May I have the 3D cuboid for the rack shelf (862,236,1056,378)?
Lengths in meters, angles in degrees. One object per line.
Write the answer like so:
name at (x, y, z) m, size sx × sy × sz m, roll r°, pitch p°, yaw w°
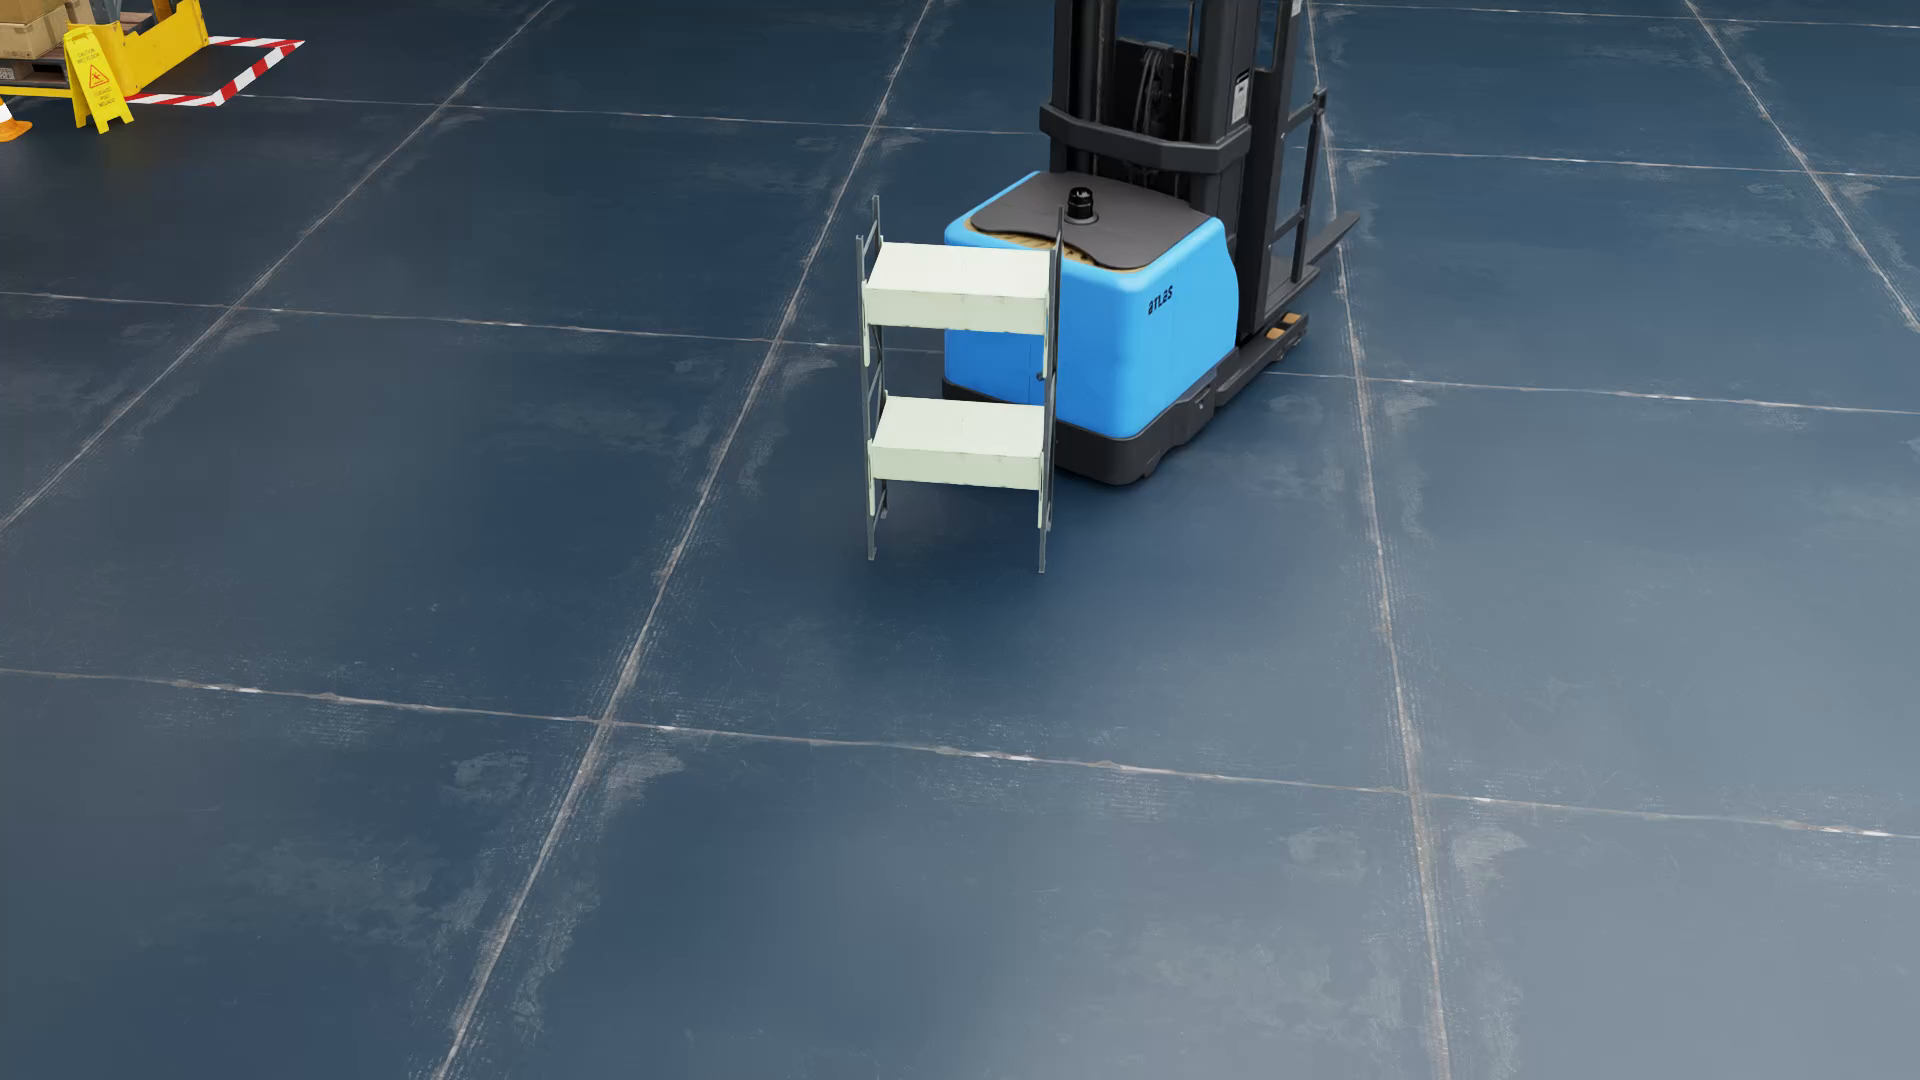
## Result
rack shelf at (0.007, -0.928, 6.587) m, size 0.720 × 0.370 × 0.431 m, roll 4°, pitch 36°, yaw 6°

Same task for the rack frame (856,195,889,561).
rack frame at (-0.356, -0.637, 6.852) m, size 0.023 × 1.500 × 0.400 m, roll 4°, pitch 36°, yaw 6°

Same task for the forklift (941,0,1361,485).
forklift at (1.157, -2.256, 7.887) m, size 1.130 × 2.935 × 3.031 m, roll 22°, pitch 41°, yaw 27°

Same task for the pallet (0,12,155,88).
pallet at (-6.664, -3.593, 12.102) m, size 1.213 × 0.211 × 1.003 m, roll 4°, pitch 36°, yaw 6°

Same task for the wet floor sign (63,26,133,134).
wet floor sign at (-5.735, -3.053, 10.972) m, size 0.232 × 0.644 × 0.267 m, roll 17°, pitch 39°, yaw 22°

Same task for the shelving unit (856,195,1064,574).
shelving unit at (0.007, -0.610, 6.814) m, size 0.755 × 1.500 × 0.431 m, roll 4°, pitch 36°, yaw 6°

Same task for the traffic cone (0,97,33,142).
traffic cone at (-6.378, -2.897, 10.911) m, size 0.334 × 0.463 × 0.336 m, roll 4°, pitch 36°, yaw 6°

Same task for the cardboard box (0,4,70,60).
cardboard box at (-6.647, -3.600, 11.717) m, size 0.500 × 0.250 × 0.500 m, roll 4°, pitch 36°, yaw 6°

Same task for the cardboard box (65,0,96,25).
cardboard box at (-6.552, -3.912, 12.155) m, size 0.500 × 0.250 × 0.500 m, roll 4°, pitch 36°, yaw 6°

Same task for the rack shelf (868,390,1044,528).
rack shelf at (0.007, -0.345, 7.003) m, size 0.720 × 0.370 × 0.431 m, roll 4°, pitch 36°, yaw 6°

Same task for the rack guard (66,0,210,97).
rack guard at (-5.863, -3.630, 11.905) m, size 0.348 × 0.500 × 1.175 m, roll 4°, pitch 36°, yaw 6°

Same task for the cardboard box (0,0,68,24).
cardboard box at (-6.615, -3.907, 11.503) m, size 0.500 × 0.500 × 0.500 m, roll 4°, pitch 36°, yaw 6°

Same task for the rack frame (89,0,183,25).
rack frame at (-5.787, -4.641, 11.171) m, size 0.127 × 3.000 × 1.000 m, roll 4°, pitch 36°, yaw 6°

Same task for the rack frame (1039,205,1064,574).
rack frame at (0.370, -0.583, 6.776) m, size 0.023 × 1.500 × 0.400 m, roll 4°, pitch 36°, yaw 6°
